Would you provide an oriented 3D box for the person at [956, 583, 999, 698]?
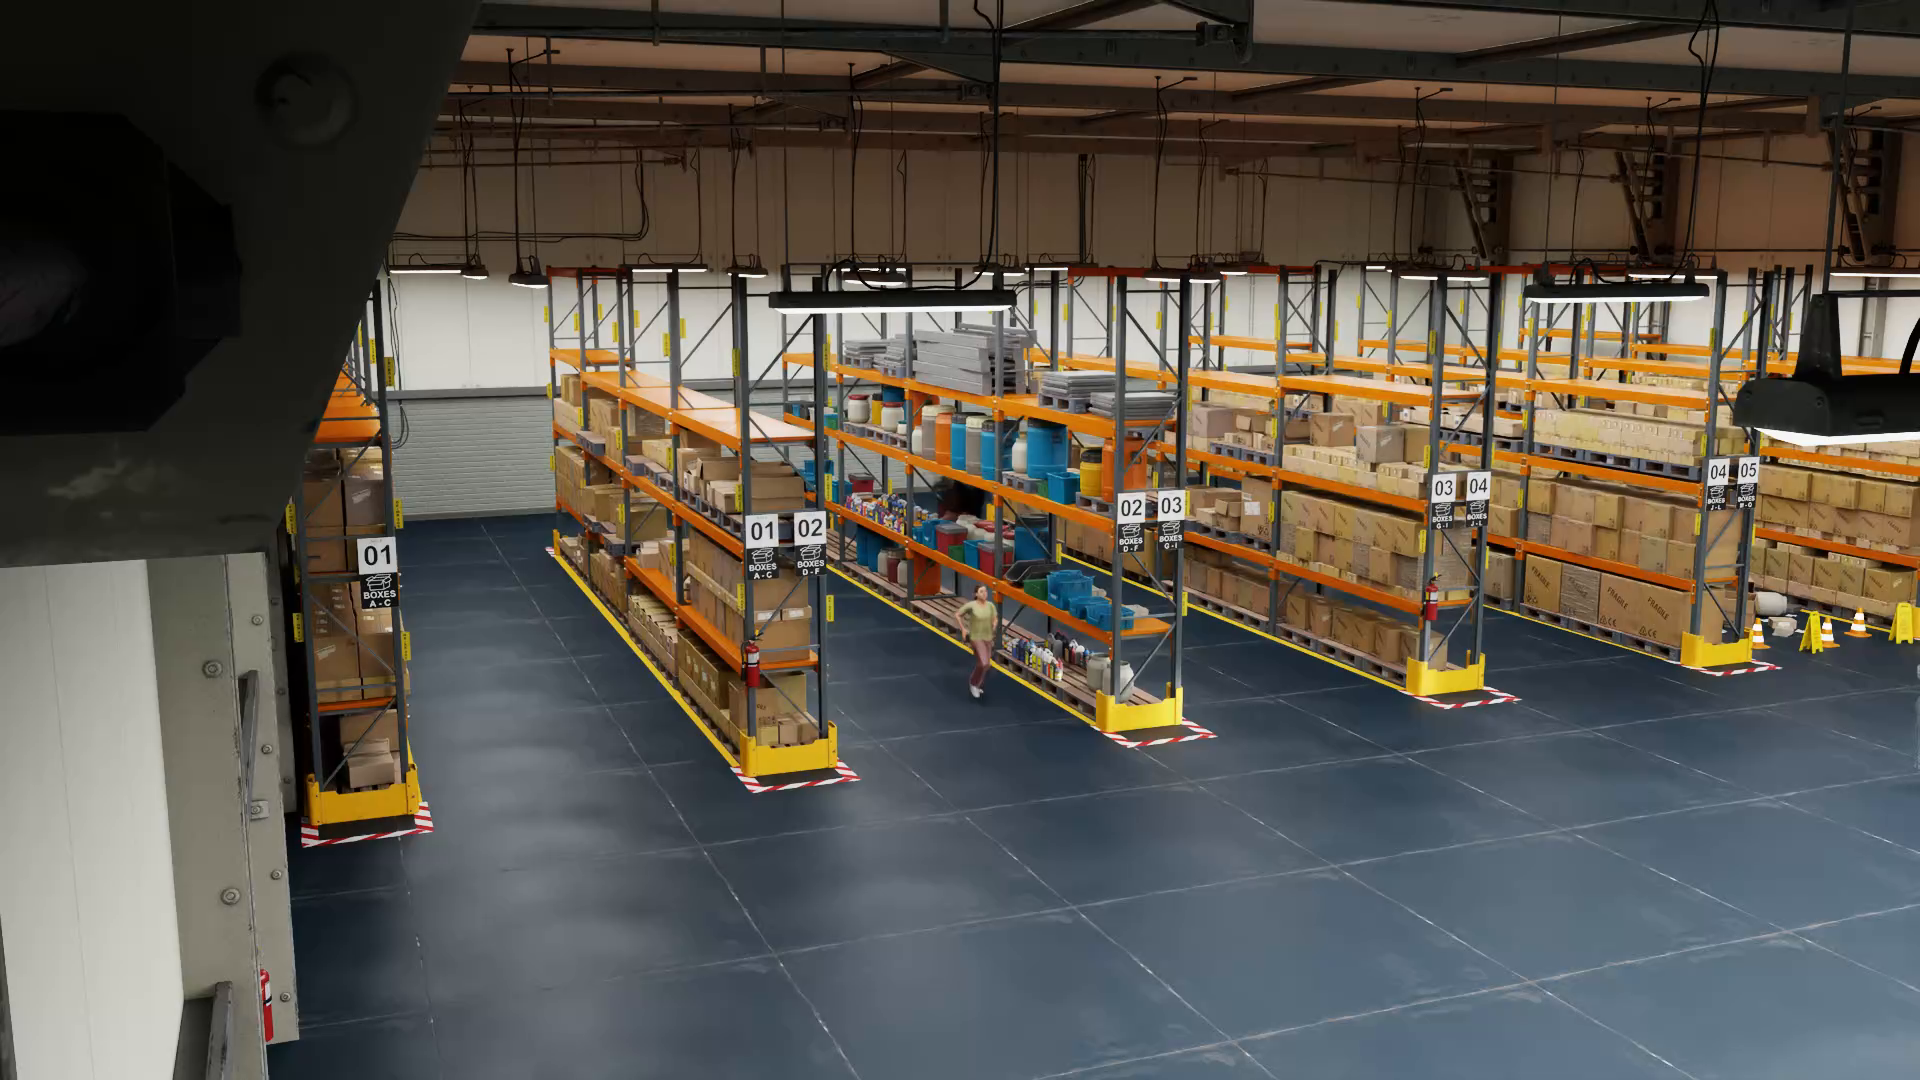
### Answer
[{"bbox_3d":[0.298,1.427,23.633,0.554,1.642,0.645,-6,11,-30],"label":"person"}]

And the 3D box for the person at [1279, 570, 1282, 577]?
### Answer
[{"bbox_3d":[6.045,0.033,31.769,0.561,1.616,0.594,-5,11,-27],"label":"person"}]
